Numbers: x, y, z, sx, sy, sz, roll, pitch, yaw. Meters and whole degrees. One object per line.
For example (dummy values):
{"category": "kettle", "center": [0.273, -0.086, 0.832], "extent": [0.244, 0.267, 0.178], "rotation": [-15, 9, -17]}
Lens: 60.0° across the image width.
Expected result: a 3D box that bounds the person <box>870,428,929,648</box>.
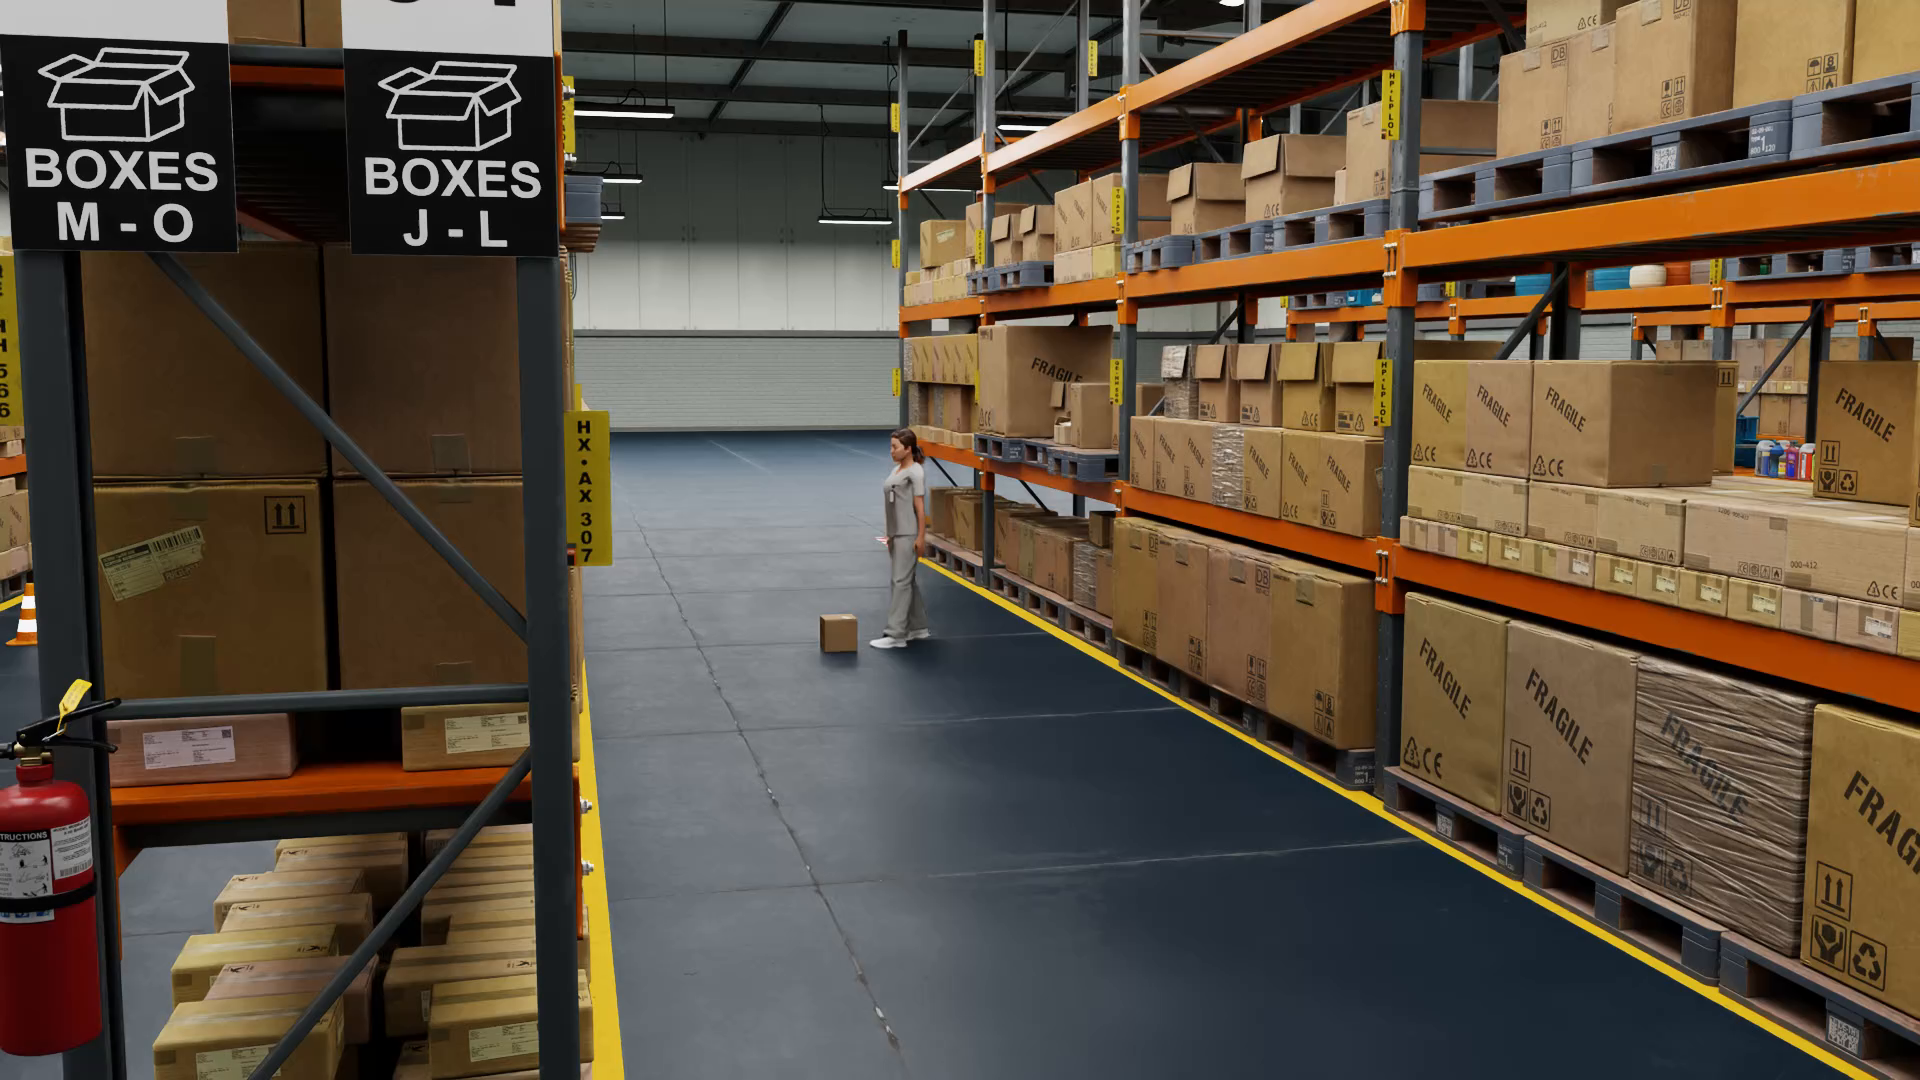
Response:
{"category": "person", "center": [-0.472, -0.010, 12.807], "extent": [0.624, 1.651, 0.458], "rotation": [-3, 7, -28]}
